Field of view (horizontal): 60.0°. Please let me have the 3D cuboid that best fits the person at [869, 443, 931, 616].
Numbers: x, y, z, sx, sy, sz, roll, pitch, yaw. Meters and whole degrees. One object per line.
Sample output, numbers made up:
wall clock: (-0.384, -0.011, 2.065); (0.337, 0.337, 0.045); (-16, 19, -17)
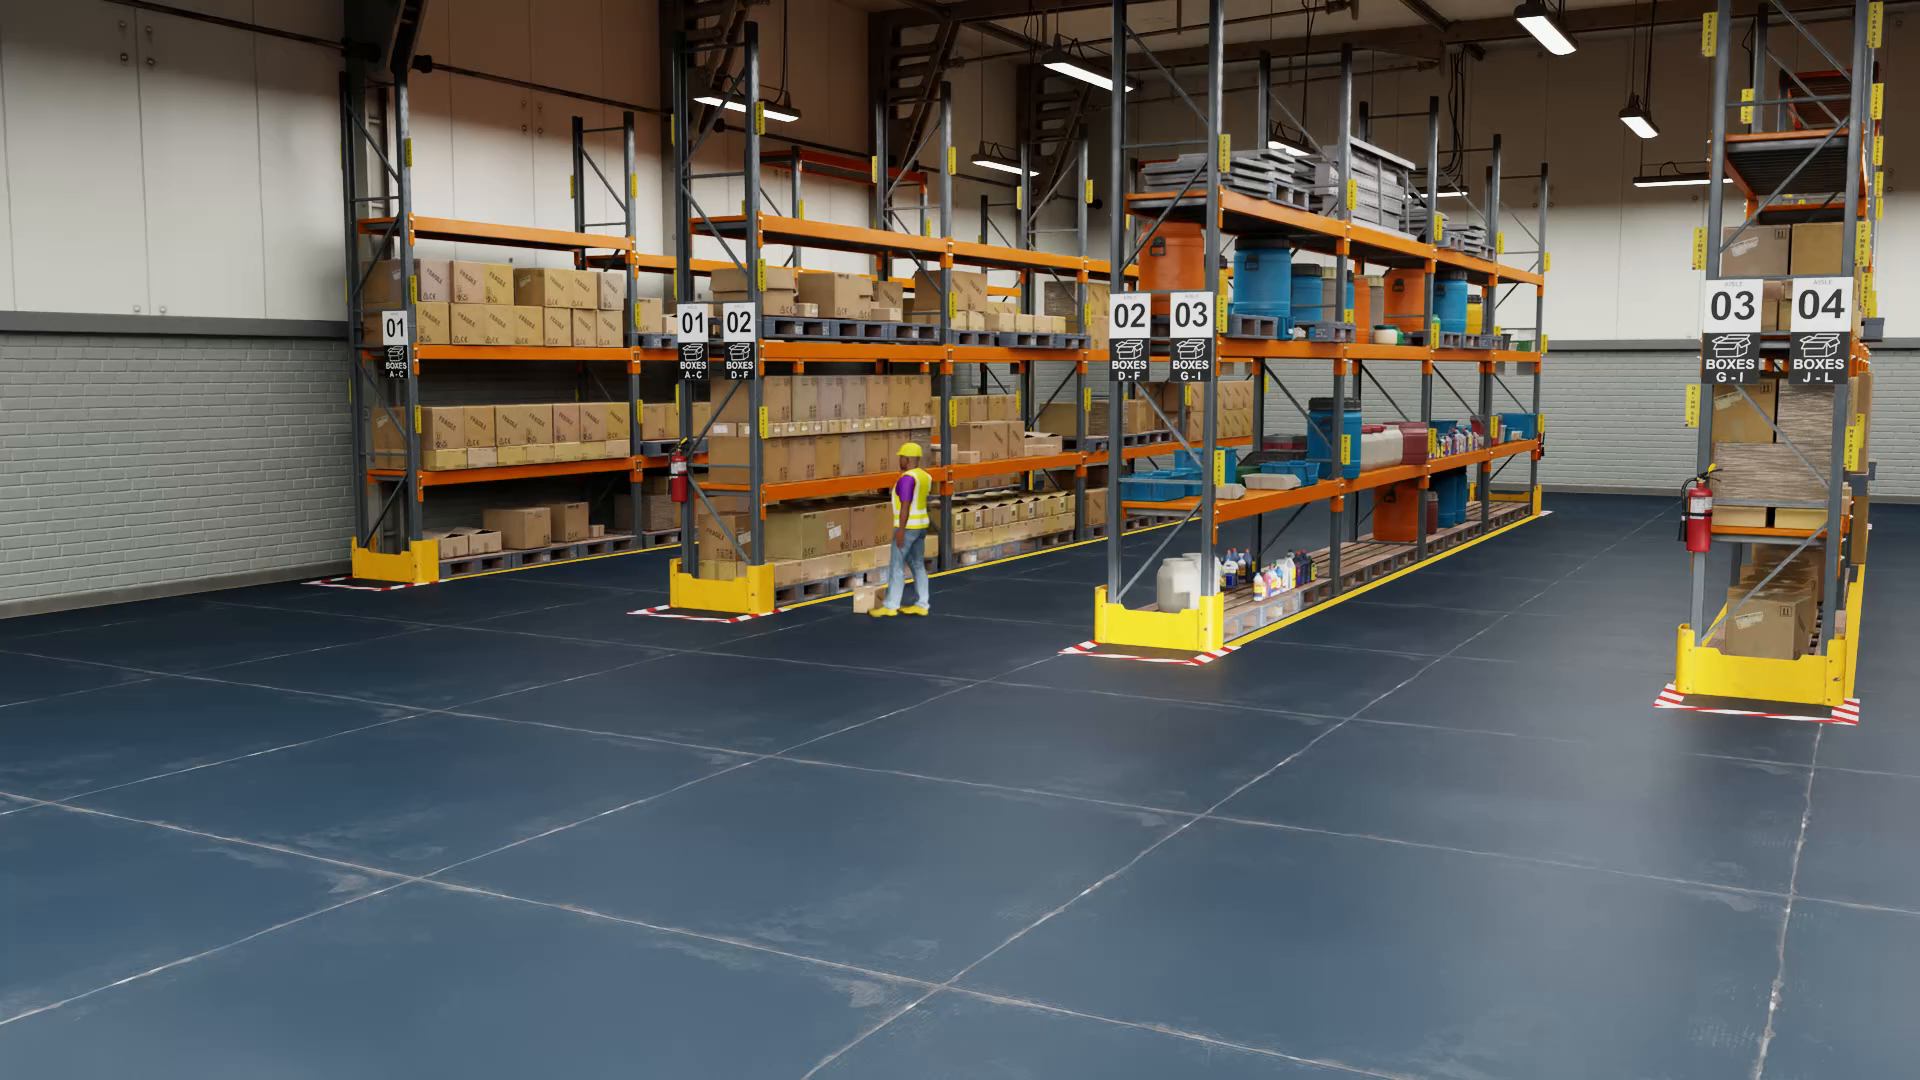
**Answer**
person: (-0.601, -0.114, 17.066); (0.571, 1.770, 0.575); (3, 6, 23)
